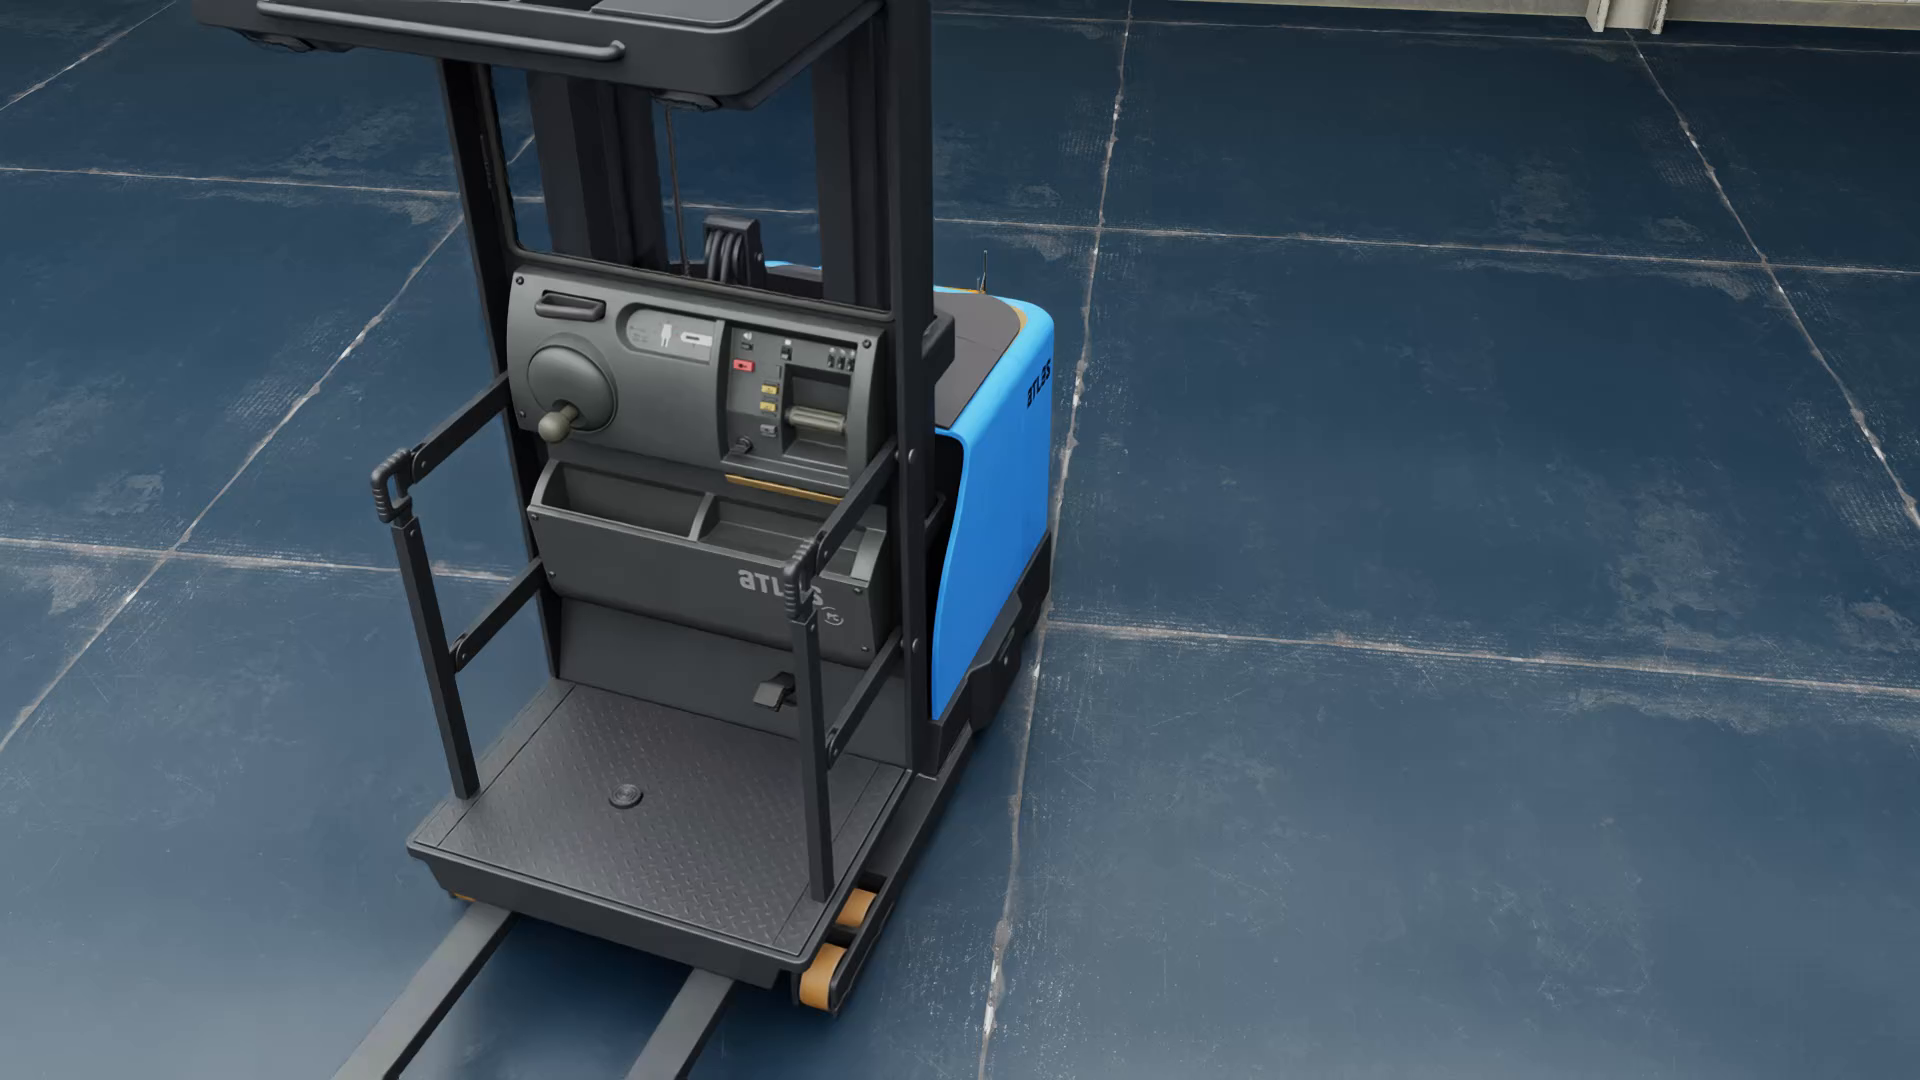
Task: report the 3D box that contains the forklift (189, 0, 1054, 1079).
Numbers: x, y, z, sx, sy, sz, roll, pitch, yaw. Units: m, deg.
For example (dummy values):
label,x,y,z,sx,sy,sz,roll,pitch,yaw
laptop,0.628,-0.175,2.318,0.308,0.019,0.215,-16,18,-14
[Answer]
label,x,y,z,sx,sy,sz,roll,pitch,yaw
forklift,-0.698,-0.304,3.652,1.130,2.935,3.031,12,37,16

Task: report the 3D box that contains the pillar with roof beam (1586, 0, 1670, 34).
label,x,y,z,sx,sy,sz,roll,pitch,yaw
pillar with roof beam,3.503,-4.334,4.077,0.400,9.000,9.100,4,36,6

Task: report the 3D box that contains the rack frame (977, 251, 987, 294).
label,x,y,z,sx,sy,sz,roll,pitch,yaw
rack frame,0.068,-0.422,5.438,0.008,1.050,0.200,4,36,6

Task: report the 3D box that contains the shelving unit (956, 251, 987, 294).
label,x,y,z,sx,sy,sz,roll,pitch,yaw
shelving unit,-0.053,-0.431,5.451,0.252,1.050,0.215,4,36,6

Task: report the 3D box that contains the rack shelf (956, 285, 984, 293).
label,x,y,z,sx,sy,sz,roll,pitch,yaw
rack shelf,-0.053,-0.654,5.292,0.240,0.259,0.215,4,36,6
